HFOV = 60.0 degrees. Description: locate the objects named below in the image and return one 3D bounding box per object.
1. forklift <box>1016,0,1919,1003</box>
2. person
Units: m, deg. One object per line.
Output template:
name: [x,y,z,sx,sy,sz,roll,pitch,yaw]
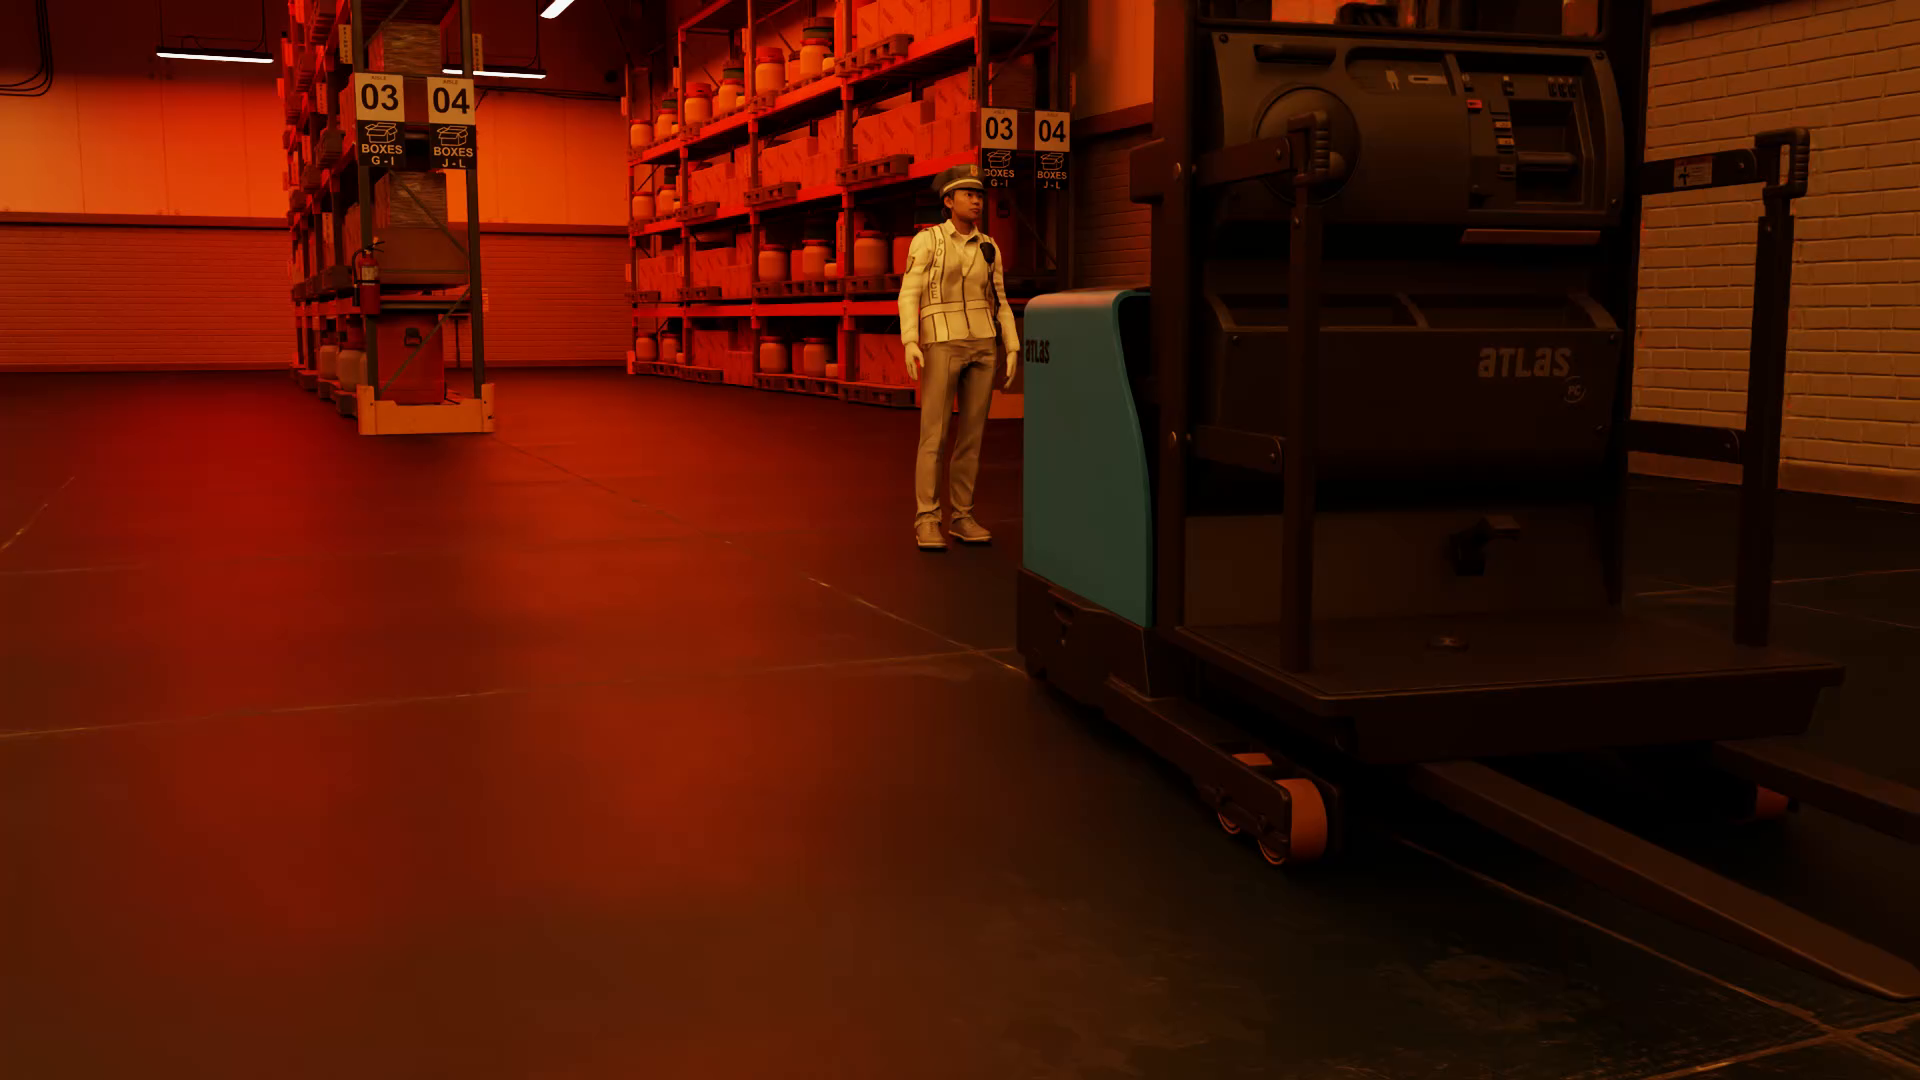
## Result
forklift: [1.027,-0.904,3.298,1.130,2.935,3.031,-2,8,-14]
person: [0.021,-0.838,7.477,0.586,1.694,0.530,-3,8,-23]
